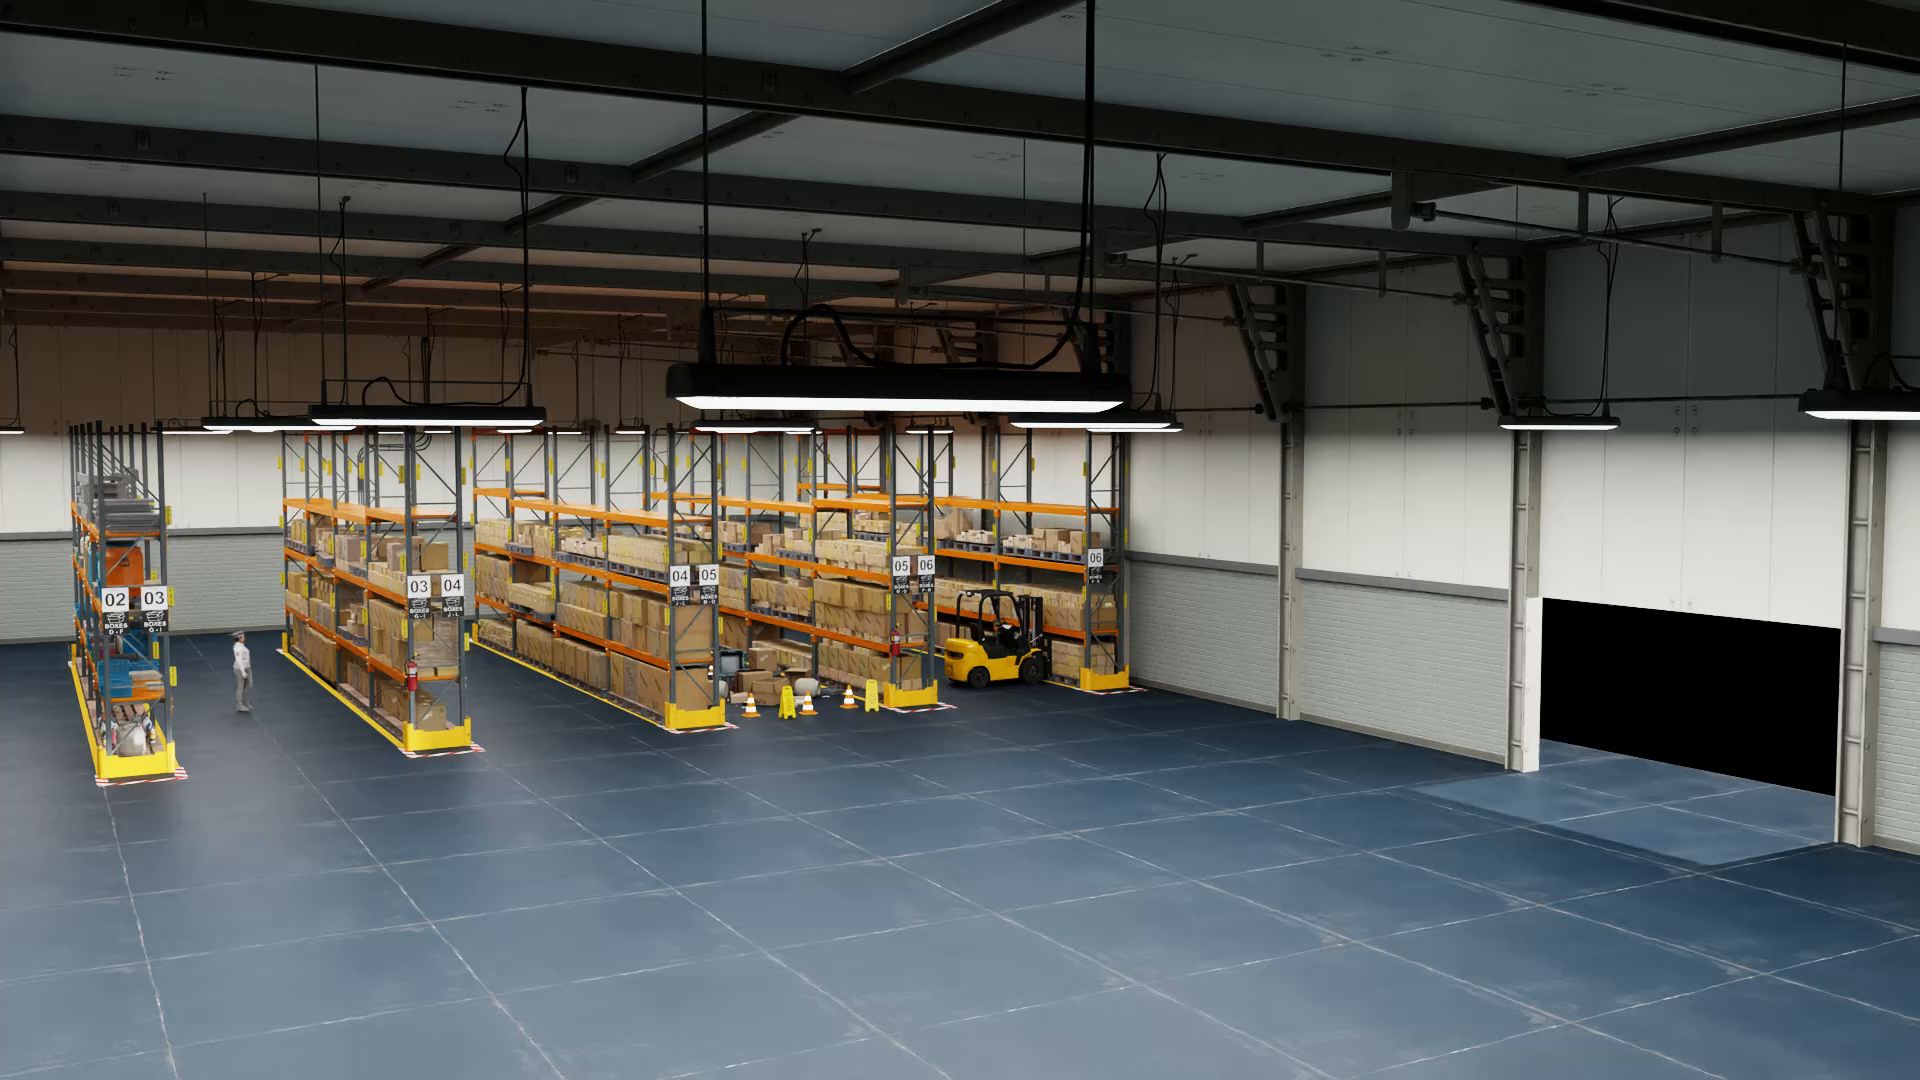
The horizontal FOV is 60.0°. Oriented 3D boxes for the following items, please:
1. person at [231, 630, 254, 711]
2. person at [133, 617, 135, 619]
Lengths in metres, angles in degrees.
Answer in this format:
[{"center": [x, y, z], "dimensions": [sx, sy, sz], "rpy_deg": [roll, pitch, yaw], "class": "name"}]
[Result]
[{"center": [-15.046, 2.758, 34.887], "dimensions": [0.397, 1.741, 0.556], "rpy_deg": [0, 4, 3], "class": "person"}, {"center": [-22.805, 2.112, 45.405], "dimensions": [0.547, 1.662, 0.411], "rpy_deg": [-3, 4, -35], "class": "person"}]
